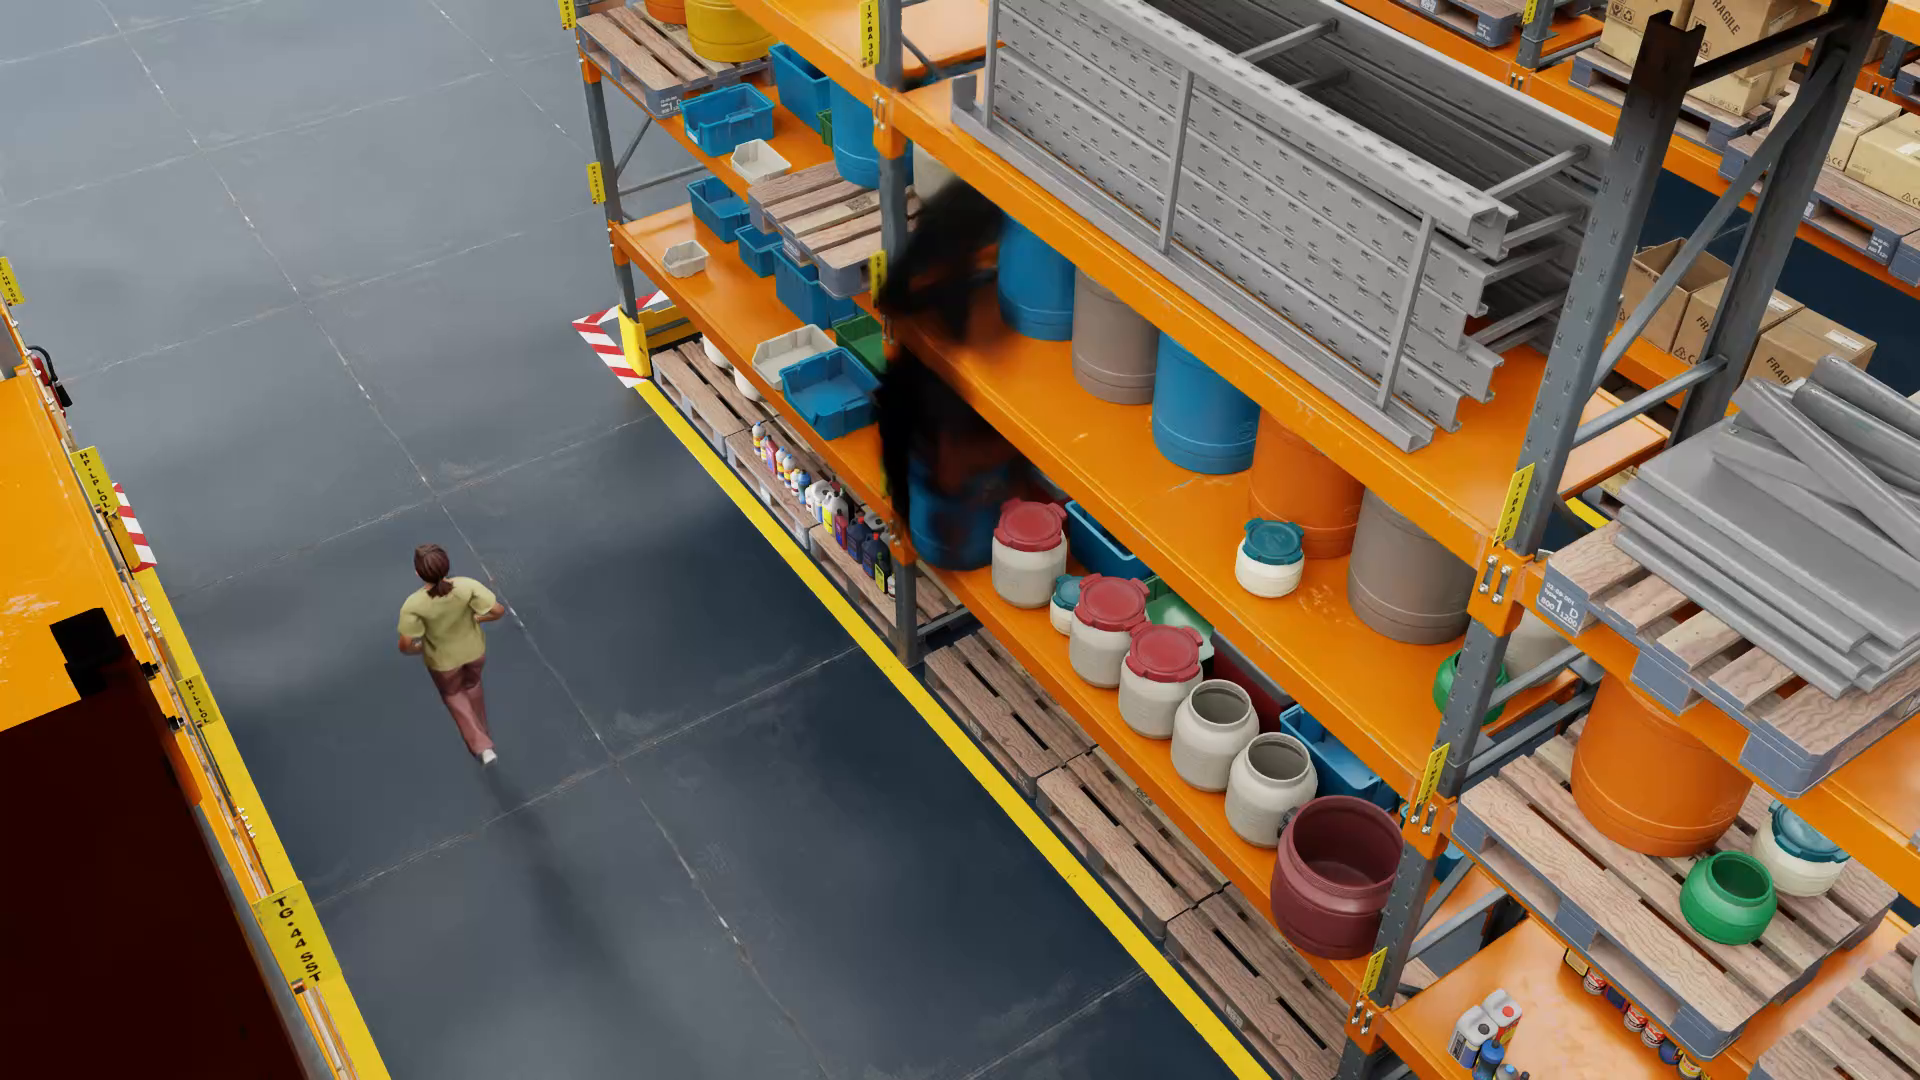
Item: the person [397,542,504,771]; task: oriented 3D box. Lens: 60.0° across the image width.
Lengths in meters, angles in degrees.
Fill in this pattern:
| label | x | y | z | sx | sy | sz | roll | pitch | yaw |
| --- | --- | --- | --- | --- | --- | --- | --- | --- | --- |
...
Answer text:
| label | x | y | z | sx | sy | sz | roll | pitch | yaw |
| --- | --- | --- | --- | --- | --- | --- | --- | --- | --- |
| person | -2.839 | 0.665 | 9.407 | 0.598 | 1.652 | 0.634 | -24 | 48 | -24 |
